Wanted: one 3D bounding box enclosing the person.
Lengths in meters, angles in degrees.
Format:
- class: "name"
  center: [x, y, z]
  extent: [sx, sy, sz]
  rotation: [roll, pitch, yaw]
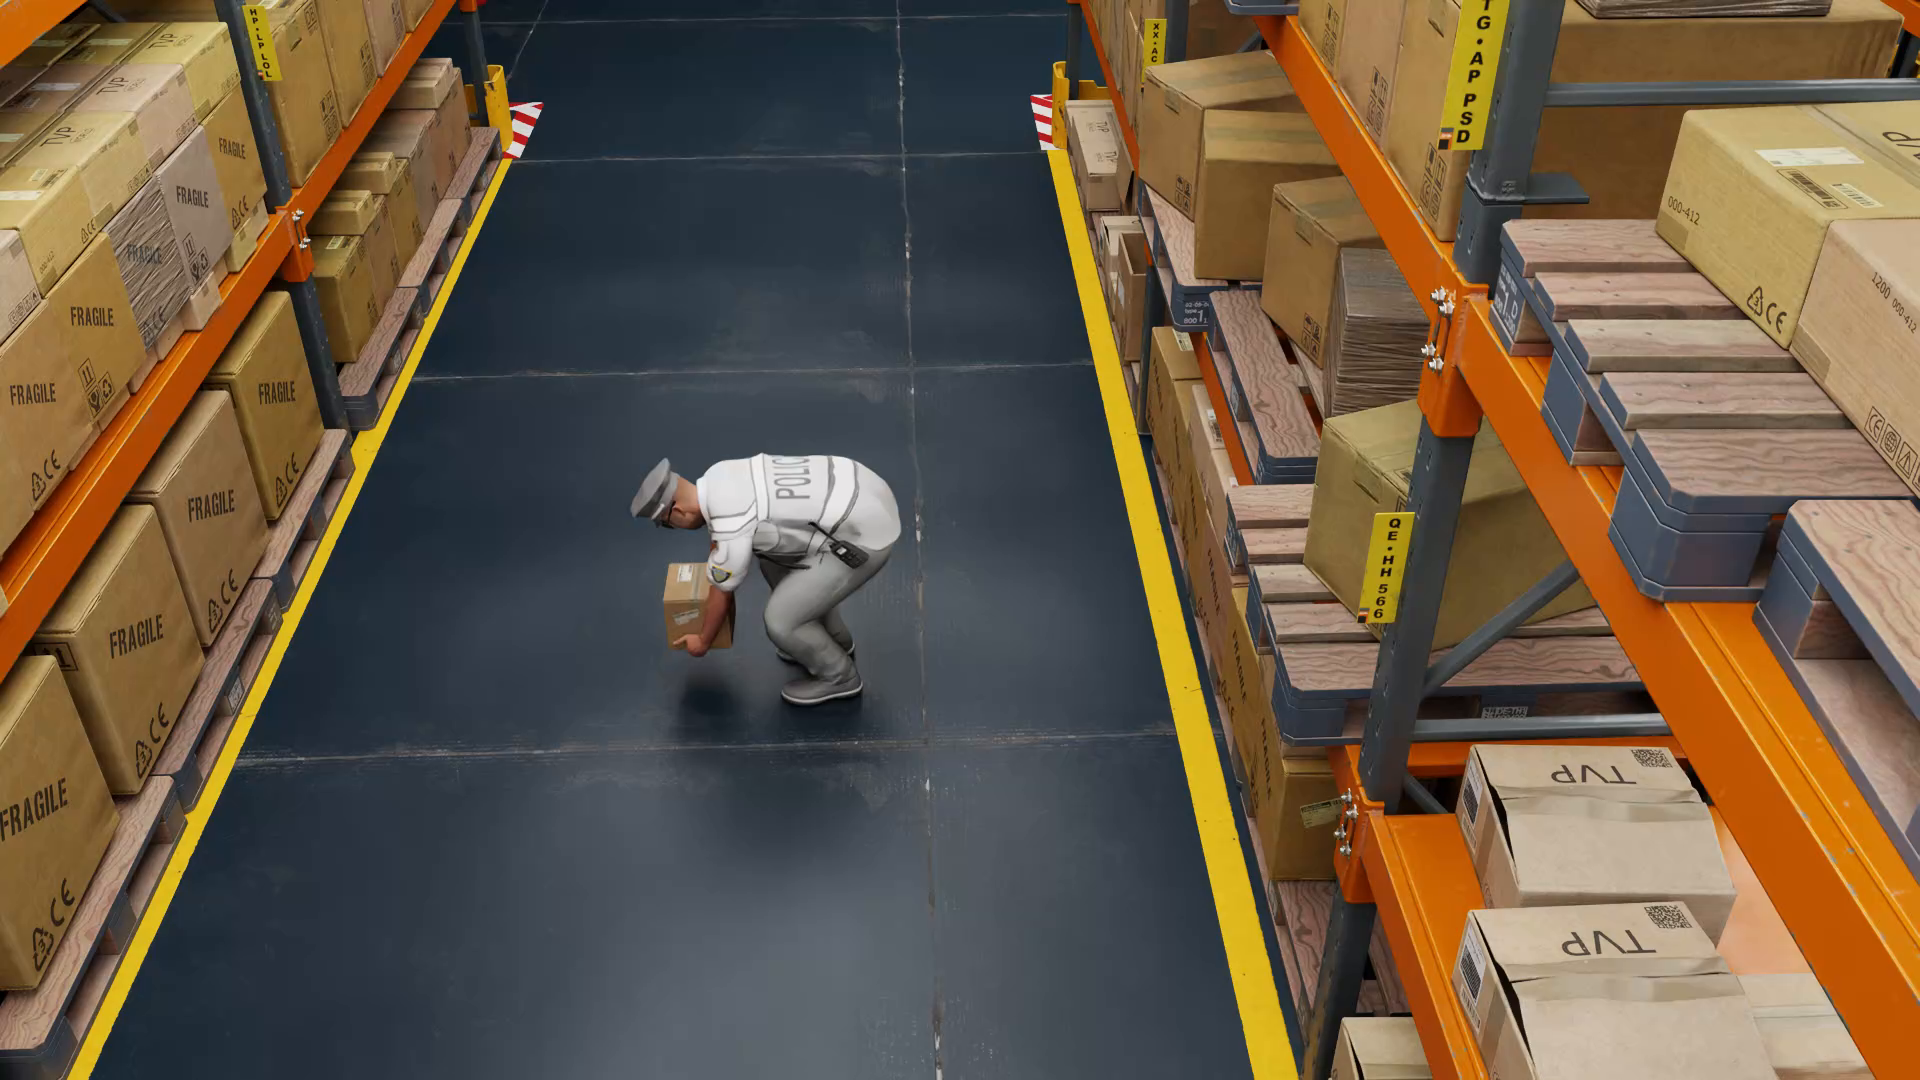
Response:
- class: "person"
  center: [-0.745, 0.128, 6.567]
  extent: [1.031, 1.054, 0.533]
  rotation: [-3, 35, -4]
